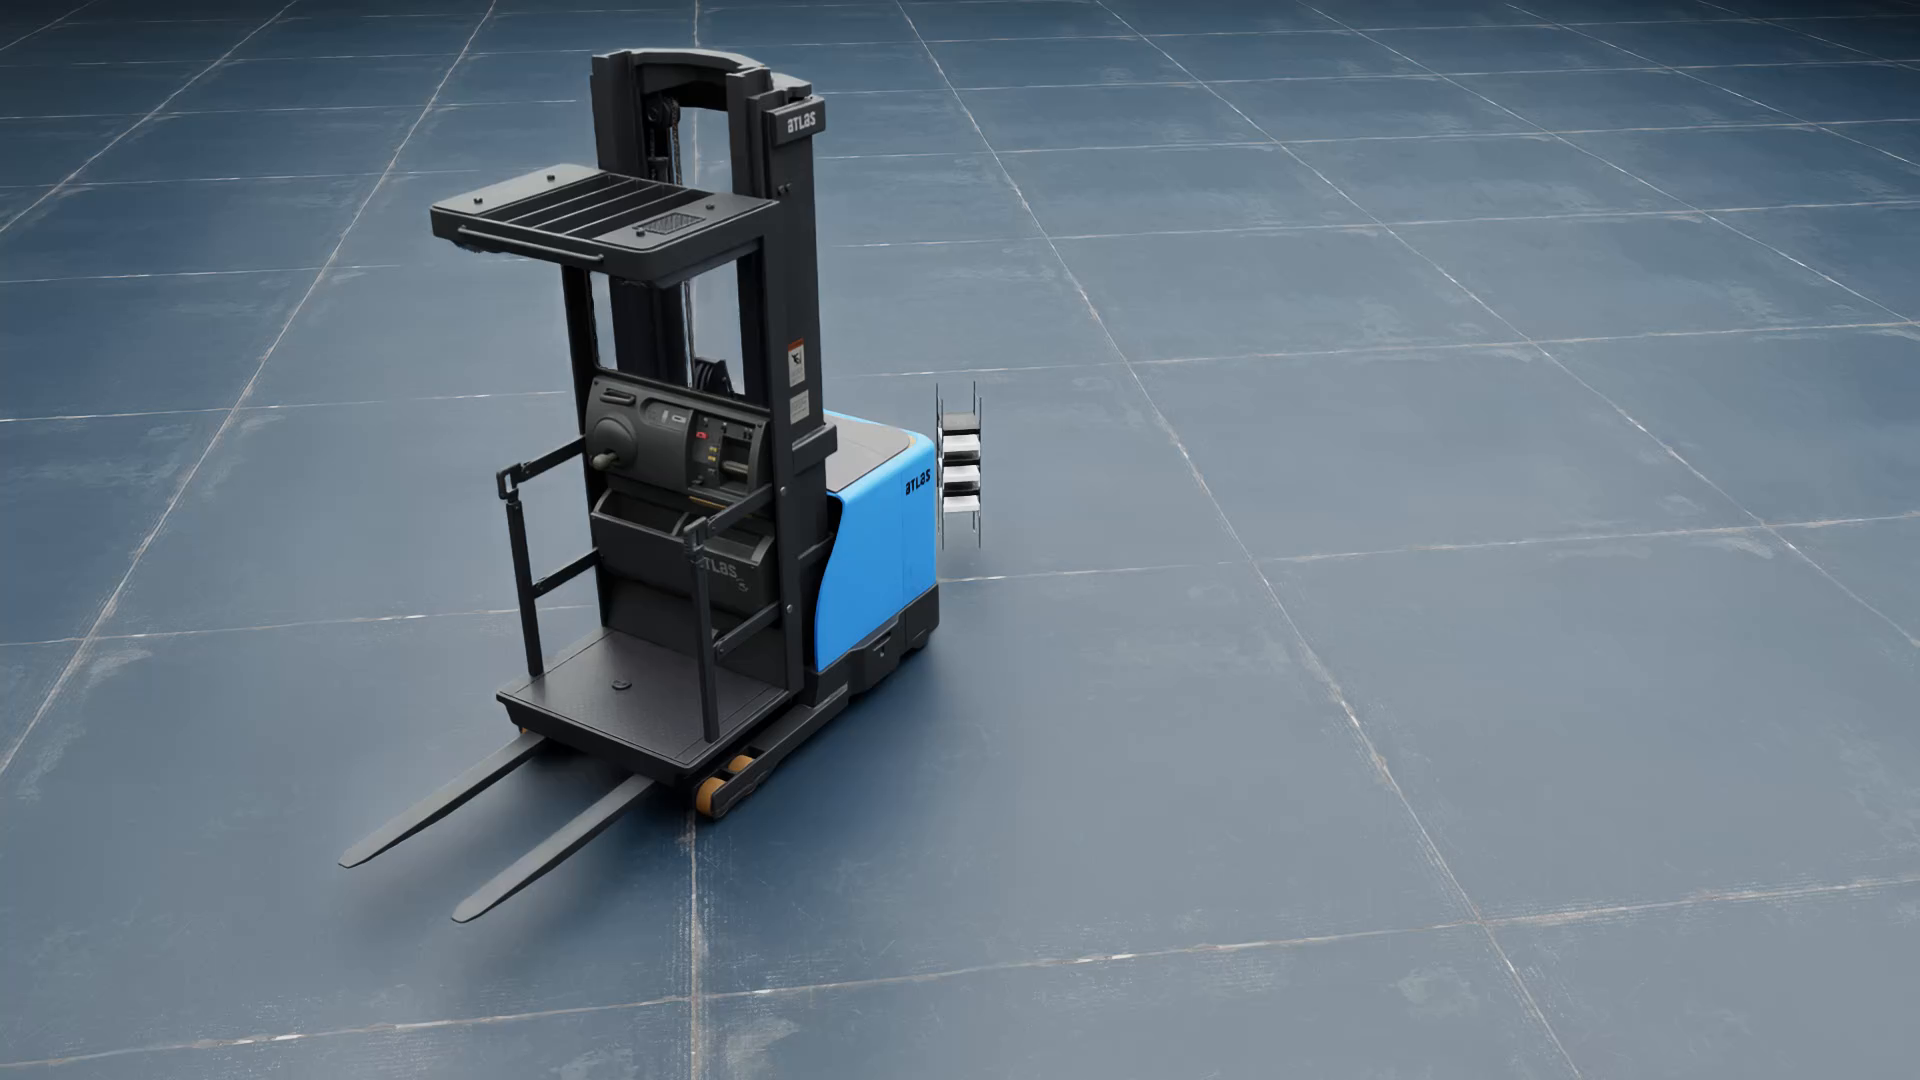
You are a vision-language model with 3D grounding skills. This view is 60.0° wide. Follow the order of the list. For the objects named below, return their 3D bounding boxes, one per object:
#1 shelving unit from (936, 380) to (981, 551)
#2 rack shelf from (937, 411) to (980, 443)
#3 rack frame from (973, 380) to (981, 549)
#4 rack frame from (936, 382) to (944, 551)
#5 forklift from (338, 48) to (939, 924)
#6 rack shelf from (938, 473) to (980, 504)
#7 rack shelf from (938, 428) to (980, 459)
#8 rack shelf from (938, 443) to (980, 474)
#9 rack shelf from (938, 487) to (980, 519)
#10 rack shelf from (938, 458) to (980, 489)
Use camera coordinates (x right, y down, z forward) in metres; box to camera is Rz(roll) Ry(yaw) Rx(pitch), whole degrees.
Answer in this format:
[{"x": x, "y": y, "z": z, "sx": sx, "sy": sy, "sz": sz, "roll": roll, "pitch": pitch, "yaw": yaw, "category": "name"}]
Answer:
[{"x": -0.008, "y": -0.400, "z": 9.044, "sx": 0.210, "sy": 0.900, "sz": 0.258, "roll": -4, "pitch": 27, "yaw": -7, "category": "shelving unit"}, {"x": -0.008, "y": -0.610, "z": 8.936, "sx": 0.200, "sy": 0.077, "sz": 0.258, "roll": -4, "pitch": 27, "yaw": -7, "category": "rack shelf"}, {"x": 0.093, "y": -0.406, "z": 9.056, "sx": 0.006, "sy": 0.900, "sz": 0.240, "roll": -4, "pitch": 27, "yaw": -7, "category": "rack frame"}, {"x": -0.109, "y": -0.393, "z": 9.031, "sx": 0.006, "sy": 0.900, "sz": 0.240, "roll": -4, "pitch": 27, "yaw": -7, "category": "rack frame"}, {"x": -1.304, "y": -0.381, "z": 6.782, "sx": 1.130, "sy": 2.935, "sz": 3.031, "roll": 16, "pitch": 31, "yaw": 28, "category": "forklift"}, {"x": -0.008, "y": -0.290, "z": 9.100, "sx": 0.200, "sy": 0.077, "sz": 0.258, "roll": -4, "pitch": 27, "yaw": -7, "category": "rack shelf"}, {"x": -0.008, "y": -0.530, "z": 8.977, "sx": 0.200, "sy": 0.077, "sz": 0.258, "roll": -4, "pitch": 27, "yaw": -7, "category": "rack shelf"}, {"x": -0.008, "y": -0.450, "z": 9.018, "sx": 0.200, "sy": 0.077, "sz": 0.258, "roll": -4, "pitch": 27, "yaw": -7, "category": "rack shelf"}, {"x": -0.008, "y": -0.210, "z": 9.141, "sx": 0.200, "sy": 0.077, "sz": 0.258, "roll": -4, "pitch": 27, "yaw": -7, "category": "rack shelf"}, {"x": -0.008, "y": -0.370, "z": 9.059, "sx": 0.200, "sy": 0.077, "sz": 0.258, "roll": -4, "pitch": 27, "yaw": -7, "category": "rack shelf"}]
